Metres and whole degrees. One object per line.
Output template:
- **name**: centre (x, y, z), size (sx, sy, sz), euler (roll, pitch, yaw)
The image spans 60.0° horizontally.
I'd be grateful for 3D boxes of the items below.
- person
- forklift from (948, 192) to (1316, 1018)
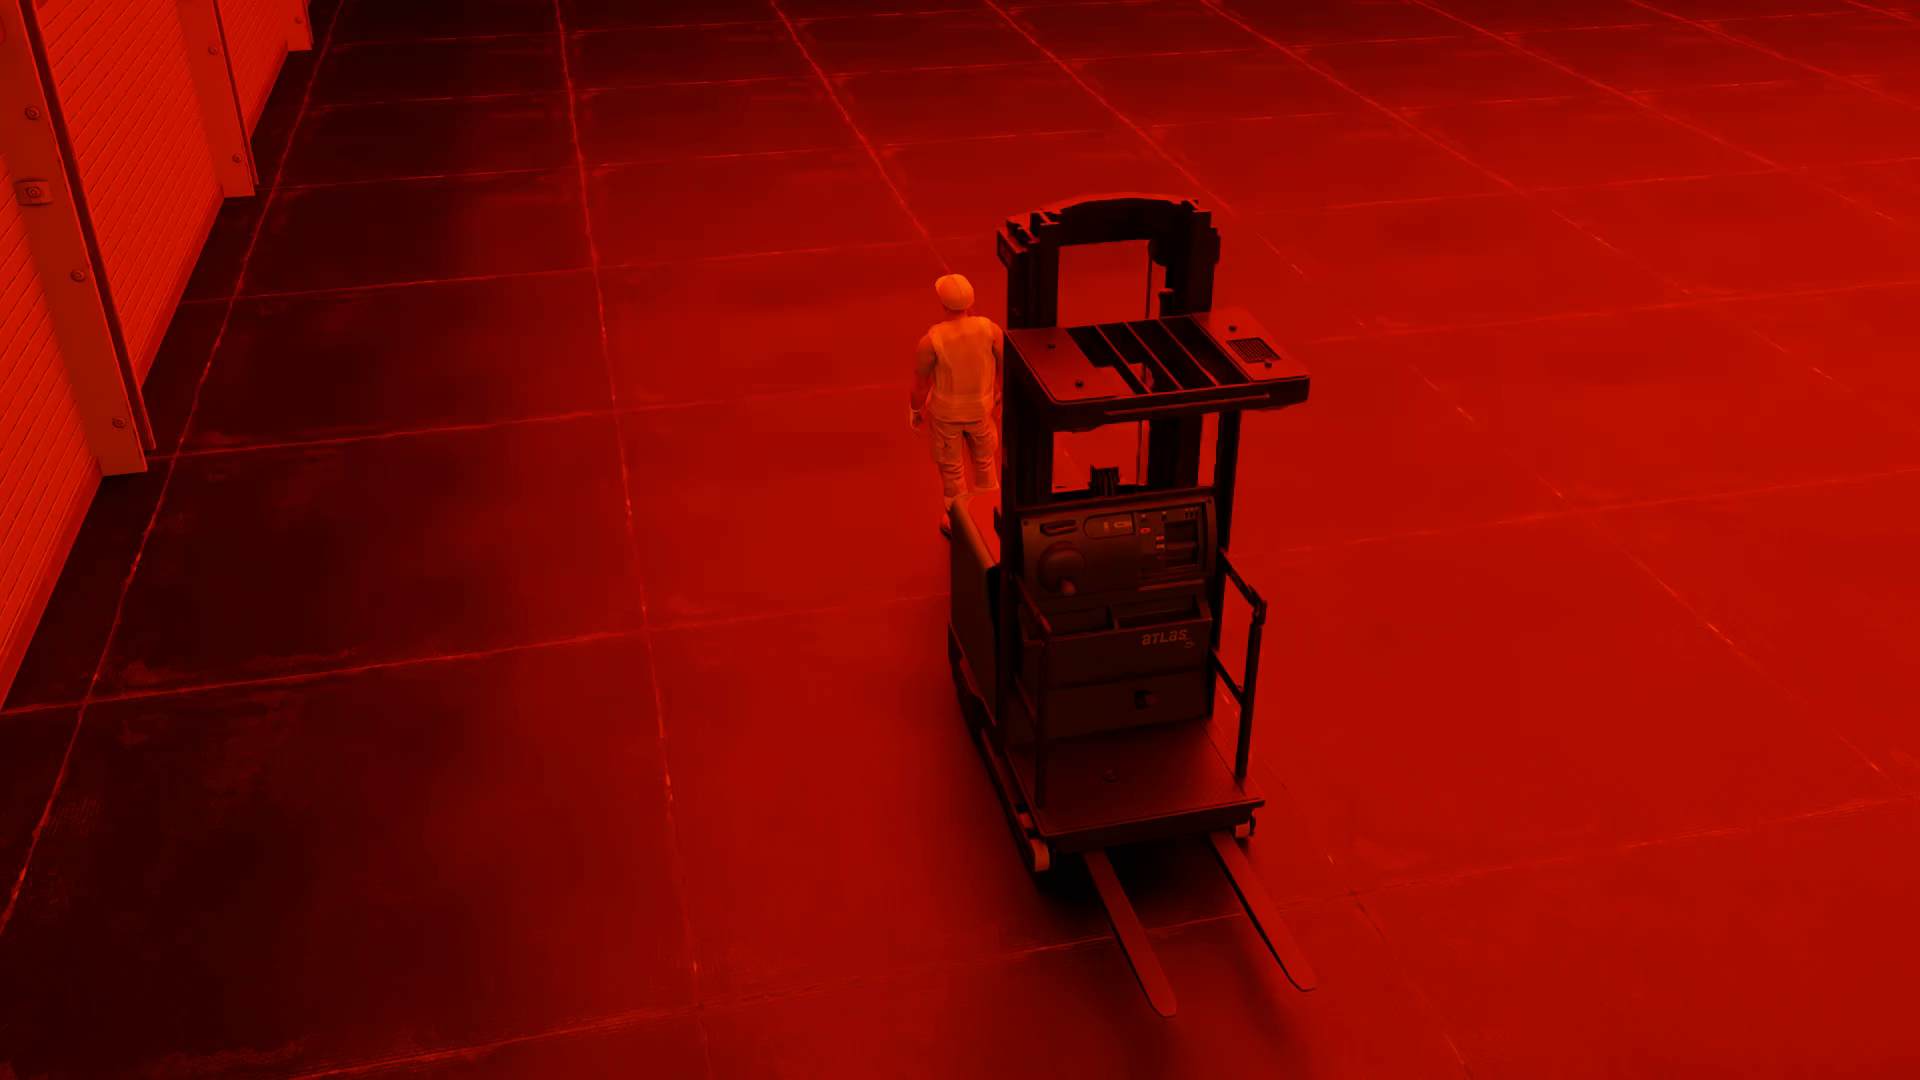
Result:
- **person**: centre (-0.009, -0.821, 10.119), size (0.638, 1.789, 0.562), euler (-7, 31, -12)
- **forklift**: centre (0.783, 0.079, 7.439), size (1.130, 2.935, 3.031), euler (-7, 31, -12)
